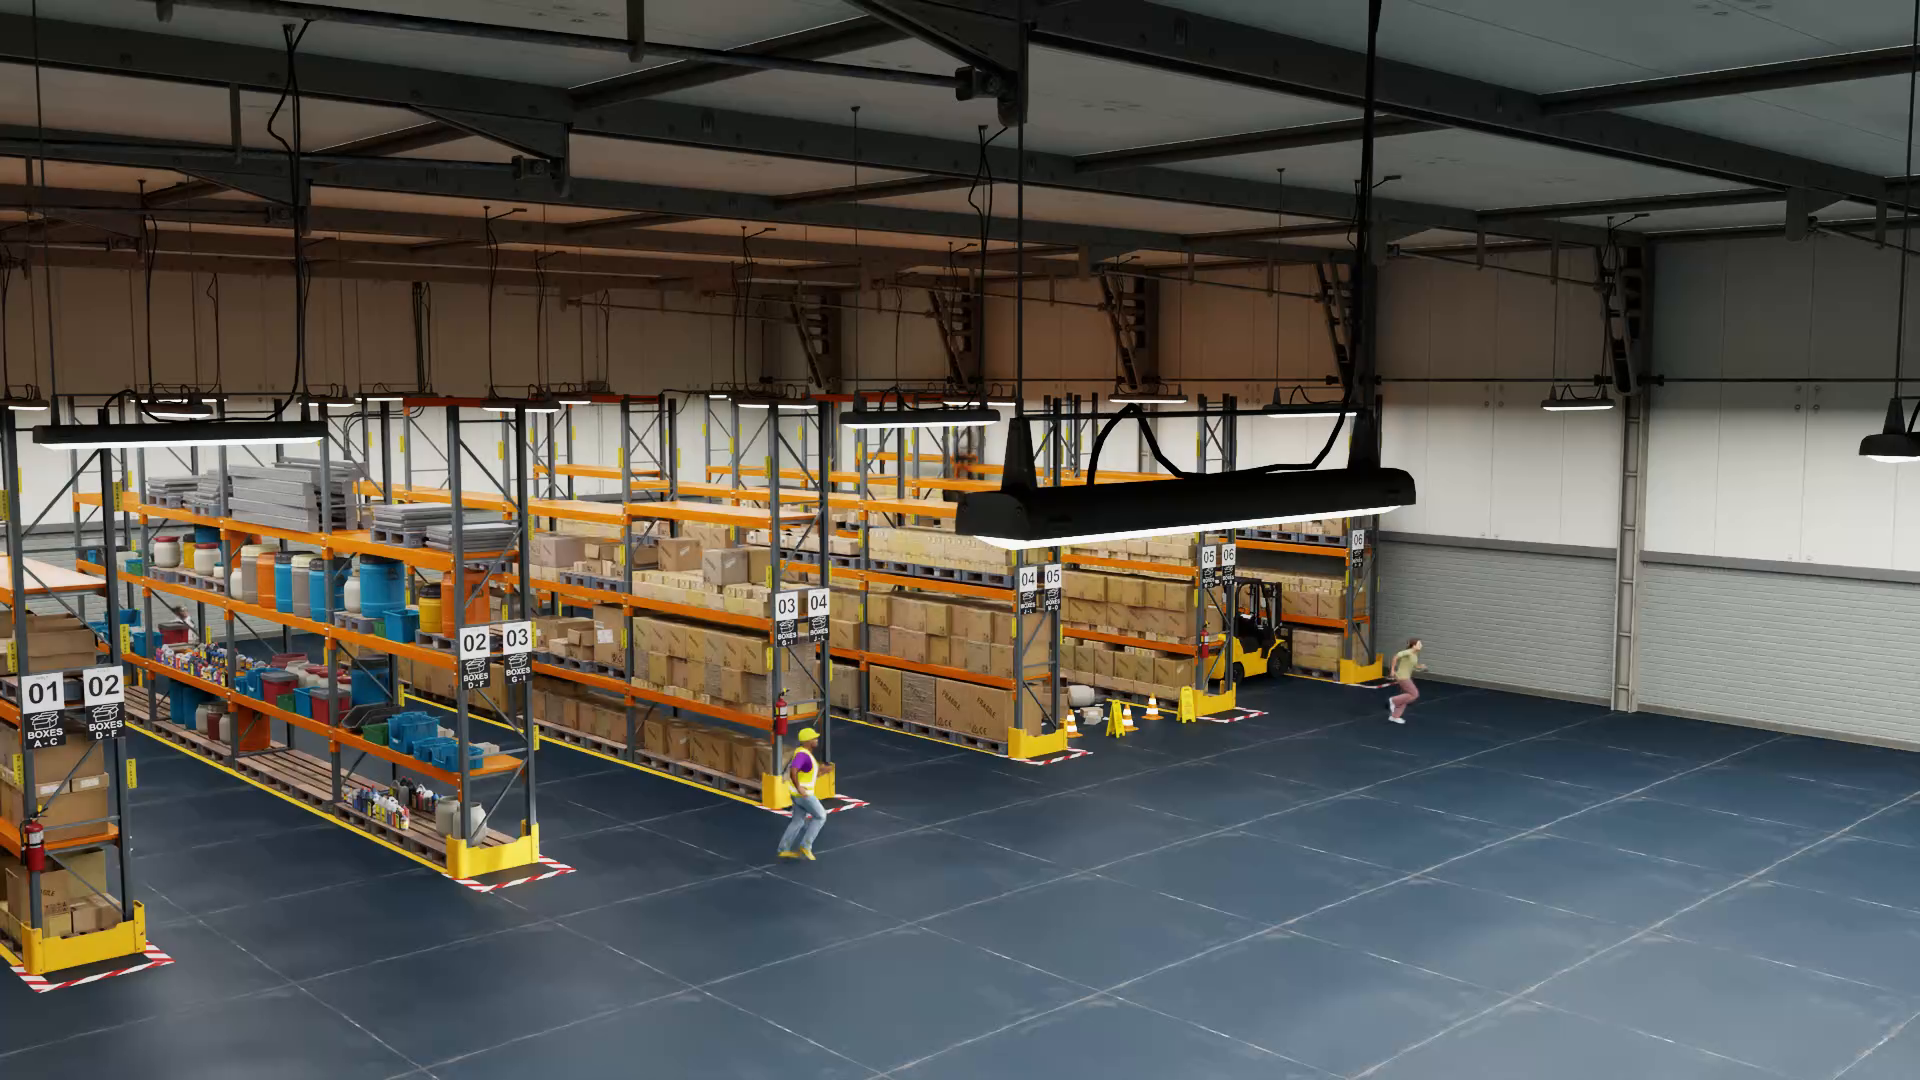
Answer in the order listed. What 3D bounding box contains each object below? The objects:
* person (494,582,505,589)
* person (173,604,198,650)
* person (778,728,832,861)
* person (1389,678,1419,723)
[{"bbox_3d":[-10.990,1.676,39.468,0.636,1.538,0.527,1,6,10],"label":"person"},{"bbox_3d":[-15.993,2.158,34.323,0.677,1.729,0.622,1,6,11],"label":"person"},{"bbox_3d":[-2.017,3.361,21.859,0.767,1.788,0.697,-2,6,-16],"label":"person"},{"bbox_3d":[8.223,2.892,30.743,0.542,0.965,0.346,3,6,28],"label":"person"}]
